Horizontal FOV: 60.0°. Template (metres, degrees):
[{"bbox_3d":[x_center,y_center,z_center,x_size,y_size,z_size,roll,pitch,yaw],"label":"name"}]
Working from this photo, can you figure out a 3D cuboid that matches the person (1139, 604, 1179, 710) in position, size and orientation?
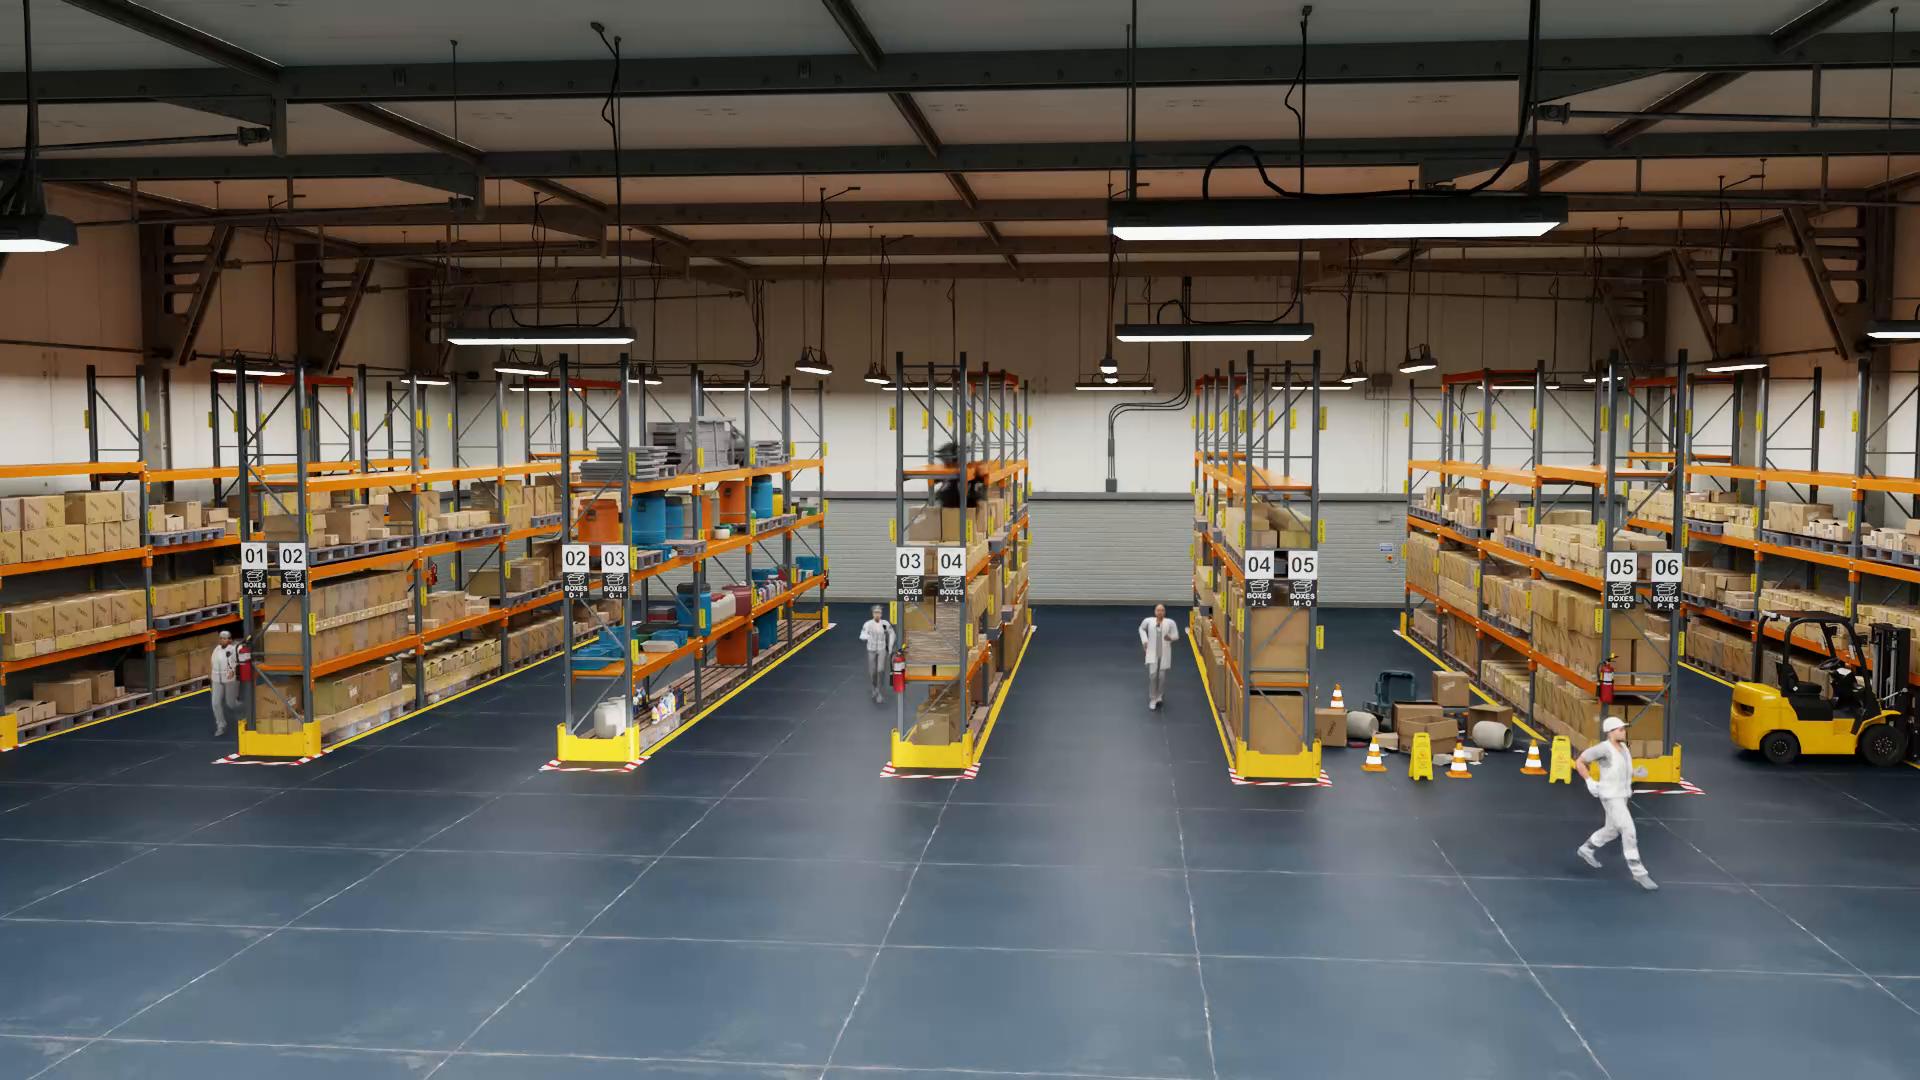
[{"bbox_3d":[3.501,2.040,29.253,0.684,1.838,0.859,0,4,3],"label":"person"}]

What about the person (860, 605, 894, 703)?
[{"bbox_3d":[-1.499,2.016,29.820,0.606,1.702,0.743,0,4,2],"label":"person"}]

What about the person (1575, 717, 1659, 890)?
[{"bbox_3d":[7.157,2.815,18.083,0.674,1.772,1.026,-4,5,-42],"label":"person"}]

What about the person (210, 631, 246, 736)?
[{"bbox_3d":[-11.837,2.292,26.845,0.607,1.660,0.775,0,4,2],"label":"person"}]
